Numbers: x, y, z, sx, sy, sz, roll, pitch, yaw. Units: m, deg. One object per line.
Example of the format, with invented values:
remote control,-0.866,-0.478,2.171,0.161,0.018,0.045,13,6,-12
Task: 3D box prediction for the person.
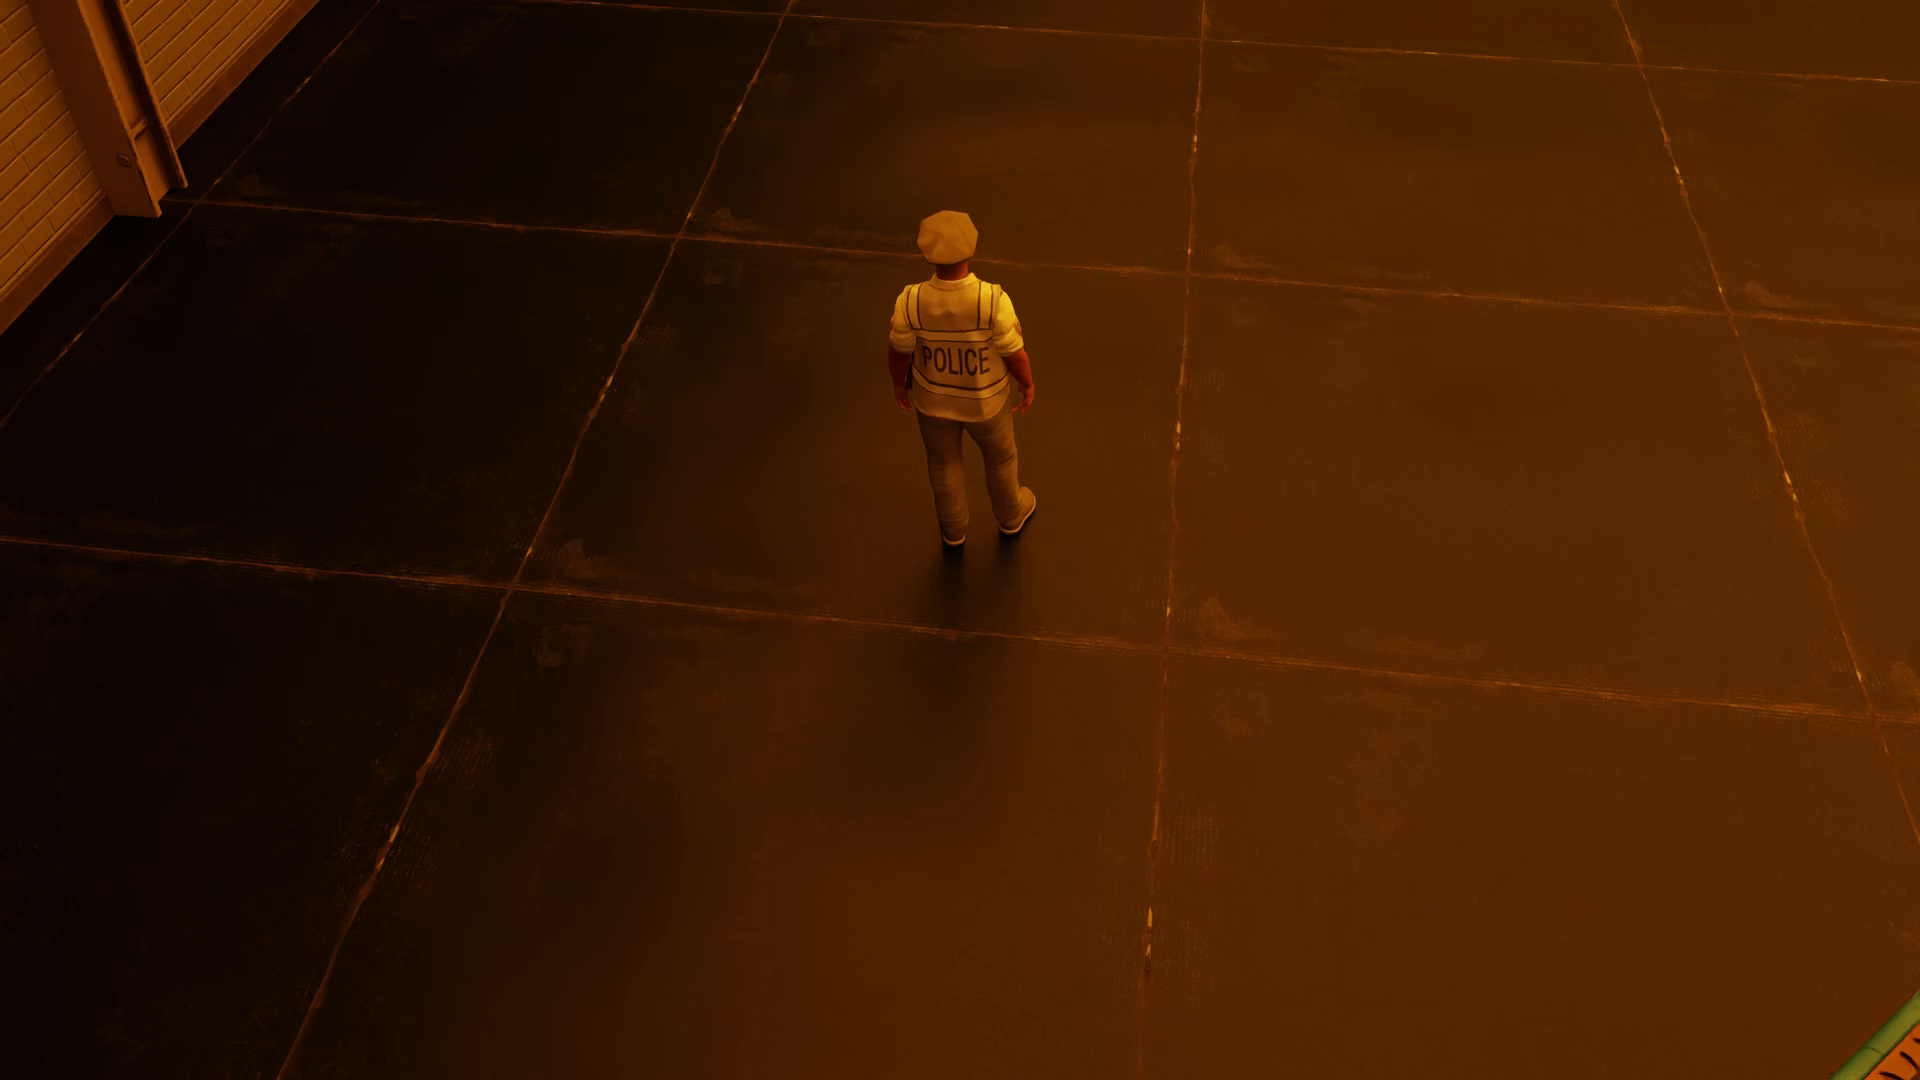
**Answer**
person,0.022,-0.712,7.339,0.640,1.781,0.575,5,43,6
